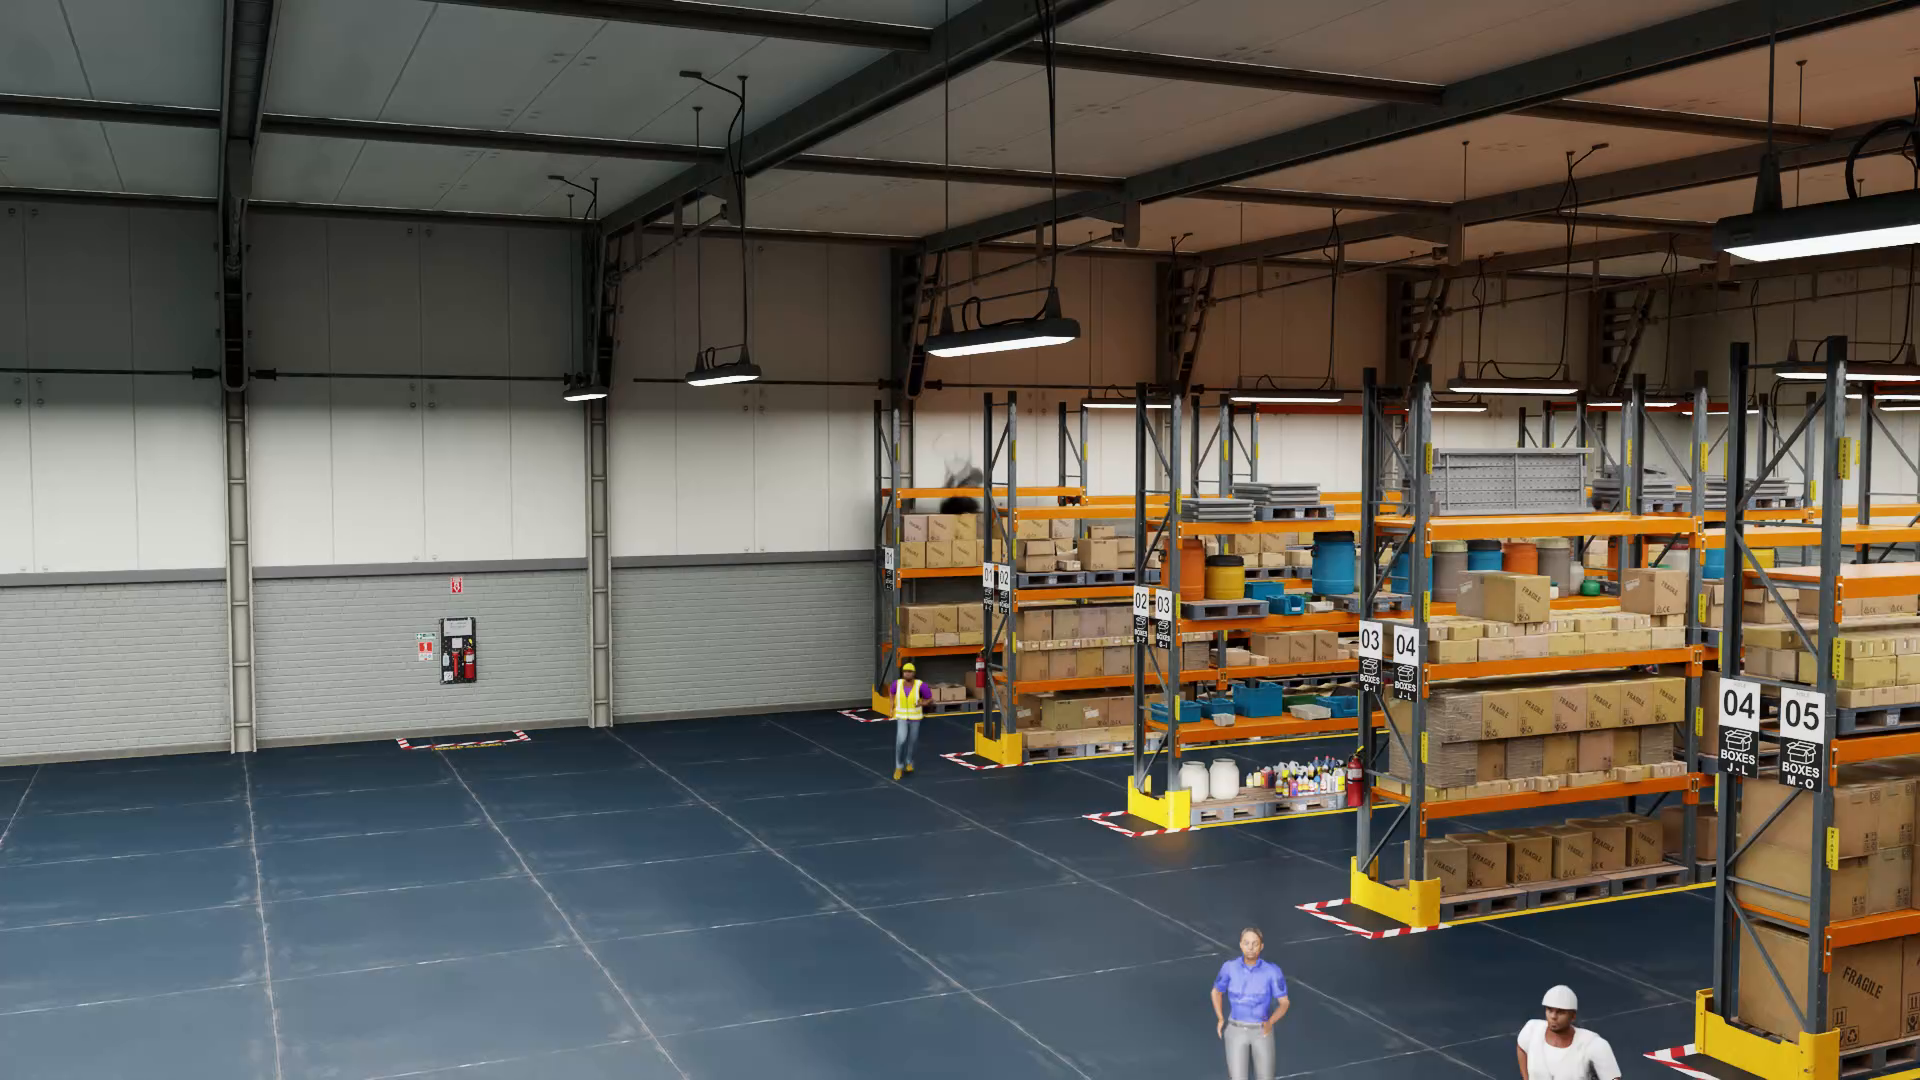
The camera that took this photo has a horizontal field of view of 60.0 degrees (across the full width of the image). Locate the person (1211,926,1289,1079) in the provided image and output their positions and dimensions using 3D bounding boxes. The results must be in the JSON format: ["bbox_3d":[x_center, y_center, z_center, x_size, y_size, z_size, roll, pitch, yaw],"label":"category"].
[{"bbox_3d":[2.129,3.643,12.255,0.580,1.607,0.687,1,3,13],"label":"person"}]

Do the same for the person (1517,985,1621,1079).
[{"bbox_3d":[3.794,3.681,10.415,0.666,1.828,0.806,2,4,27],"label":"person"}]

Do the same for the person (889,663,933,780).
[{"bbox_3d":[-0.762,2.799,25.720,0.698,1.823,0.723,0,3,3],"label":"person"}]
